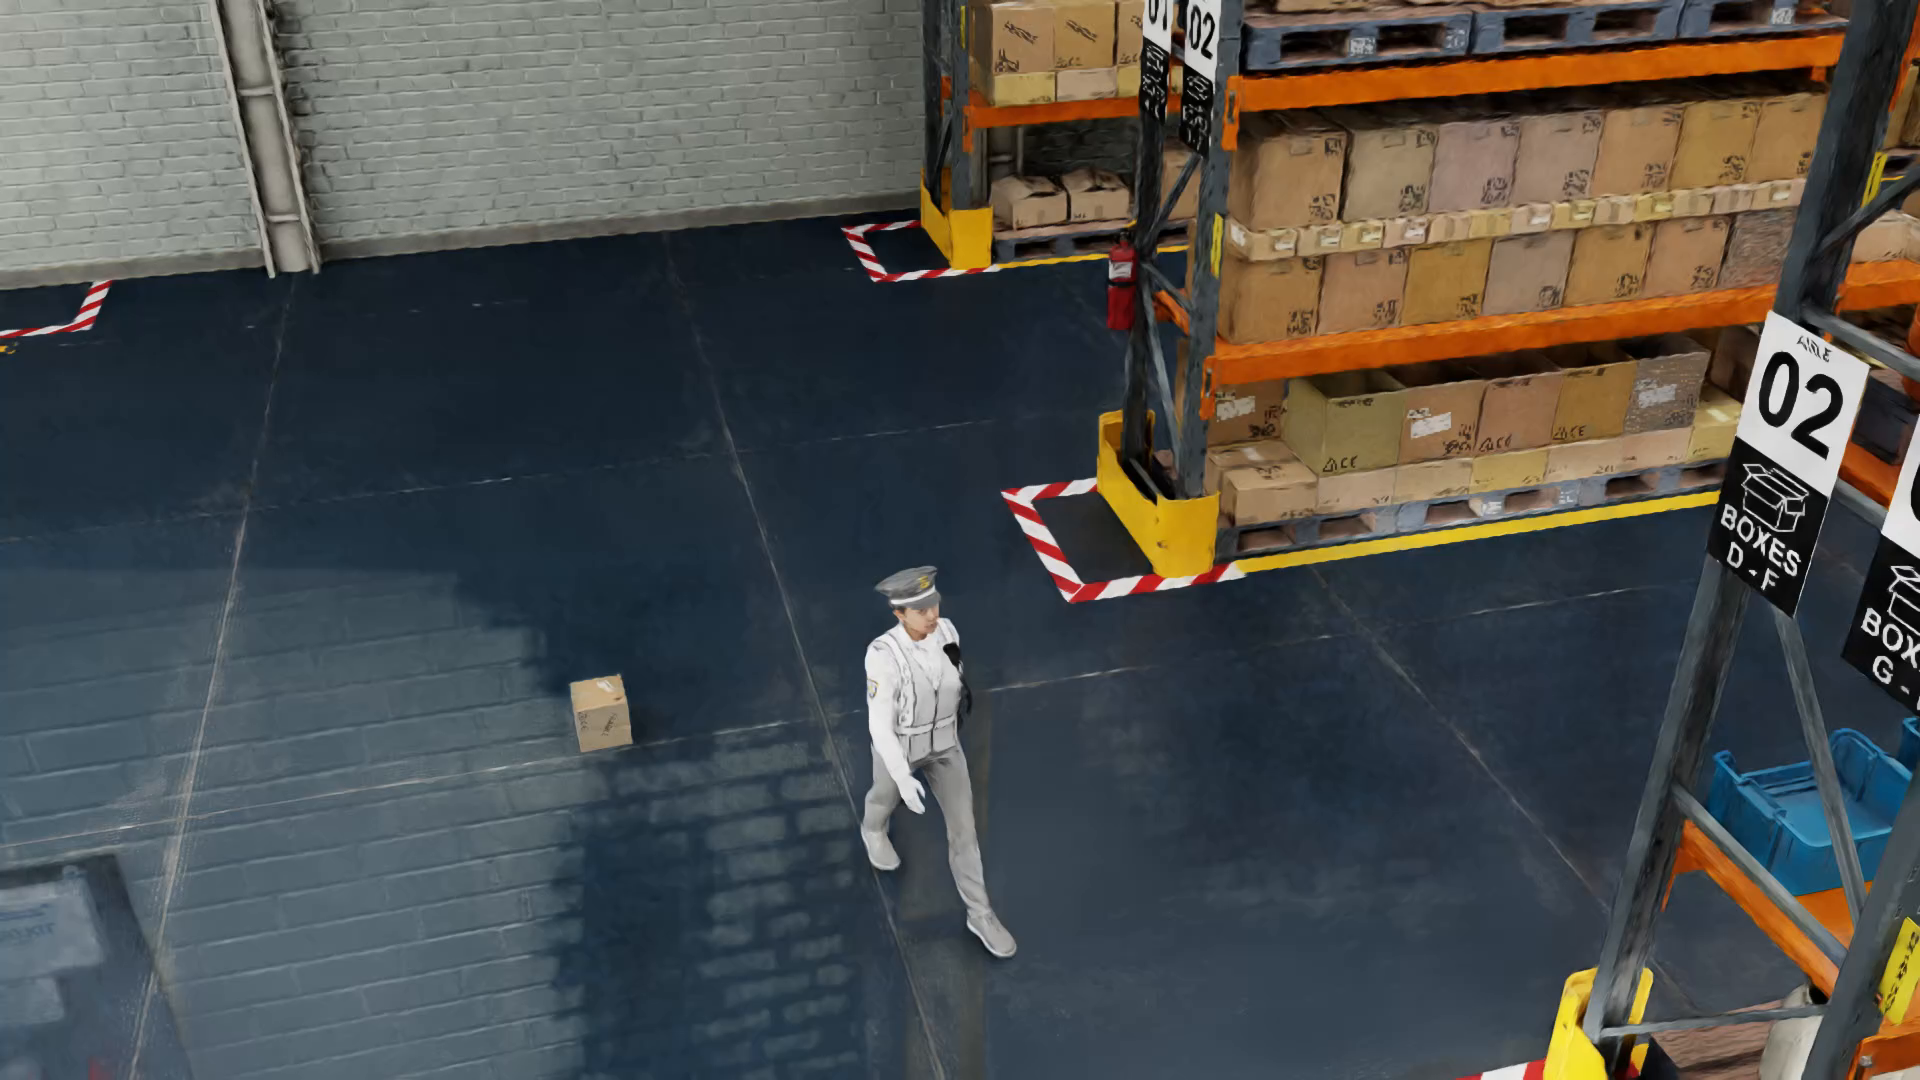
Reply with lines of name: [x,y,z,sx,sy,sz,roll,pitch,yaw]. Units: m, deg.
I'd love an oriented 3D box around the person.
person: [-0.147,0.843,6.744,0.478,1.630,0.990,-17,34,-27]
